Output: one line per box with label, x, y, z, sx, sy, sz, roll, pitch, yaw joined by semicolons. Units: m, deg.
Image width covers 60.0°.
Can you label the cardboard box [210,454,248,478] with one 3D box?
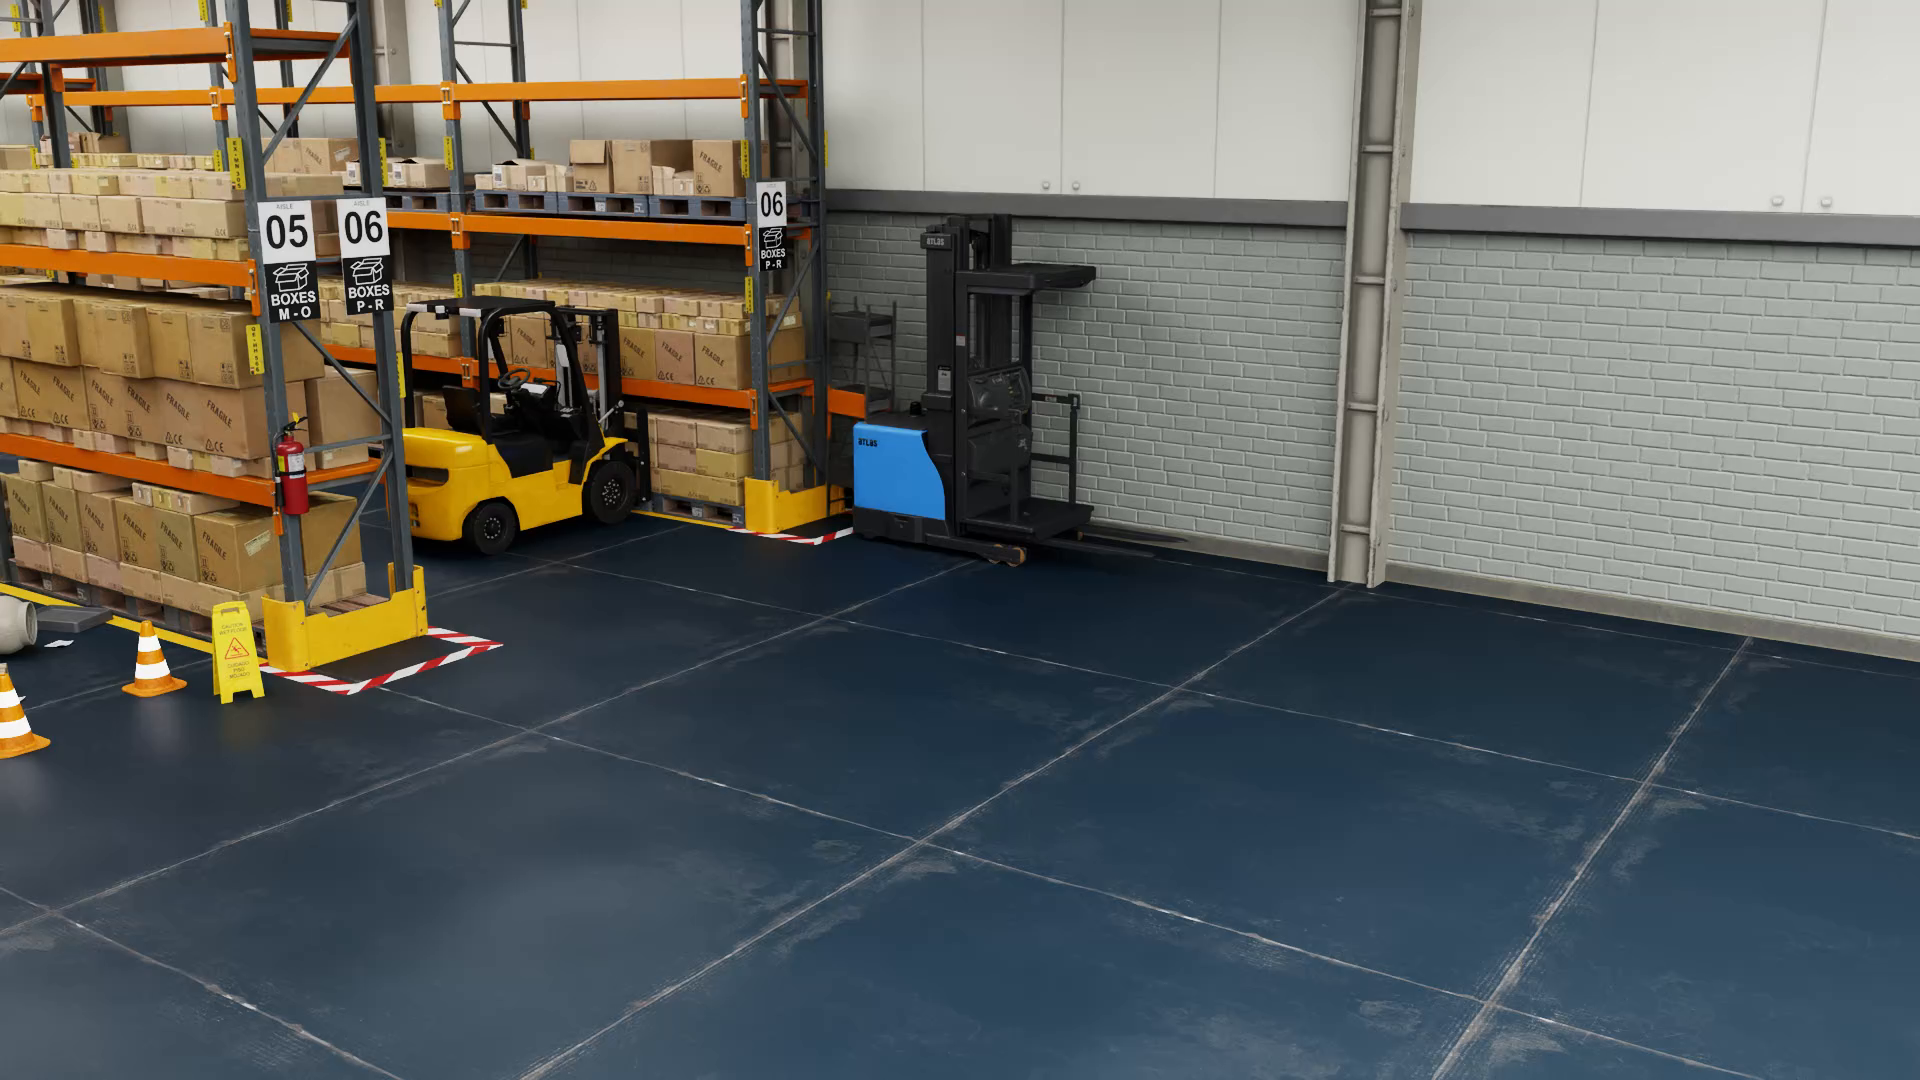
cardboard box;-5.062;-0.557;11.782;0.250;0.149;0.380;9;16;32

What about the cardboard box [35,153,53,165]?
cardboard box;-11.547;-4.863;21.231;0.250;0.149;0.380;10;17;34

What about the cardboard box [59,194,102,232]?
cardboard box;-6.206;-2.406;12.178;0.500;0.250;0.500;9;17;33

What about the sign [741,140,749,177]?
sign;-1.908;-3.391;14.787;0.005;0.325;0.100;9;17;33

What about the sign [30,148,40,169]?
sign;-11.847;-4.857;21.311;0.005;0.325;0.100;9;17;33

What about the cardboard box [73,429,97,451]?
cardboard box;-6.541;-0.795;12.741;0.250;0.149;0.380;9;17;33

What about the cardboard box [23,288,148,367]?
cardboard box;-6.622;-1.627;12.672;0.500;0.500;0.700;9;16;32

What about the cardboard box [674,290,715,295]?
cardboard box;-2.608;-2.387;16.471;0.250;0.149;0.380;10;17;35

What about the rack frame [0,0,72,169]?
rack frame;-7.680;-4.109;13.120;0.127;3.000;1.000;9;17;33

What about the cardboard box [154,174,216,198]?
cardboard box;-5.402;-2.485;11.666;0.250;0.149;0.380;9;17;33

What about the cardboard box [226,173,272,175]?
cardboard box;-5.099;-2.594;12.109;0.250;0.149;0.380;9;17;33

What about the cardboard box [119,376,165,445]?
cardboard box;-5.791;-1.007;12.247;0.500;0.500;0.500;9;17;33

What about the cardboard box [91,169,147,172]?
cardboard box;-6.582;-2.838;13.092;0.250;0.149;0.380;10;17;34

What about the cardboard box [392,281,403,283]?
cardboard box;-6.564;-2.881;19.088;0.250;0.149;0.380;10;17;34

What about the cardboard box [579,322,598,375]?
cardboard box;-3.422;-1.918;16.546;0.500;0.500;0.500;9;17;33

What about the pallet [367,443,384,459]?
pallet;-6.562;-1.088;19.204;1.213;0.211;1.003;9;17;33

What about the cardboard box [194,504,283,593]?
cardboard box;-5.171;0.051;12.087;0.500;0.500;0.500;9;17;33

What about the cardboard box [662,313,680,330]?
cardboard box;-2.646;-2.115;15.994;0.250;0.149;0.380;9;17;32

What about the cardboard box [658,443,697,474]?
cardboard box;-2.582;-0.834;16.186;0.500;0.250;0.500;9;17;32

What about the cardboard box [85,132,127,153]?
cardboard box;-11.020;-5.135;21.469;0.258;0.266;0.396;9;17;33

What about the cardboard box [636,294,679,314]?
cardboard box;-2.905;-2.282;16.047;0.250;0.149;0.380;10;17;34

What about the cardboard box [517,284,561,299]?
cardboard box;-4.329;-2.543;17.104;0.250;0.149;0.380;9;16;32

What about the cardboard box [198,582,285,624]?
cardboard box;-5.201;0.413;12.188;0.500;0.250;0.500;9;17;33

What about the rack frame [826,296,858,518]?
rack frame;-1.132;-1.268;15.936;0.015;2.100;0.400;13;19;37

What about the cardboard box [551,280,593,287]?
cardboard box;-4.067;-2.637;17.484;0.250;0.149;0.380;9;17;32

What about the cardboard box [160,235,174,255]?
cardboard box;-5.412;-2.103;11.782;0.250;0.149;0.380;9;17;33

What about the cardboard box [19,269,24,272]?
cardboard box;-13.504;-3.722;23.736;0.500;0.250;0.500;10;17;35

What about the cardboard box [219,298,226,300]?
cardboard box;-8.991;-2.817;20.034;0.250;0.149;0.380;10;17;34

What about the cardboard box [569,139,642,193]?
cardboard box;-3.355;-3.663;16.265;0.637;0.503;0.797;10;17;35

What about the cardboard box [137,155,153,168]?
cardboard box;-9.758;-4.605;20.232;0.250;0.149;0.380;9;17;33

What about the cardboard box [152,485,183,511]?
cardboard box;-5.720;-0.334;12.293;0.250;0.149;0.380;10;17;34

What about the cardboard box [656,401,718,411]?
cardboard box;-2.712;-1.242;16.794;0.500;0.250;0.500;9;17;32

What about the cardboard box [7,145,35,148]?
cardboard box;-12.104;-5.049;21.816;0.500;0.250;0.500;9;17;33

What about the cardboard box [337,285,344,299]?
cardboard box;-6.785;-2.798;18.754;0.250;0.149;0.380;9;17;33

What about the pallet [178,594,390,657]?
pallet;-5.078;0.567;12.518;1.213;0.211;1.003;9;17;33

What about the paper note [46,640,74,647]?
paper note;-6.579;0.751;12.151;0.148;0.019;0.142;3;14;14

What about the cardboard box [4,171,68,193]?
cardboard box;-6.951;-2.703;12.550;0.250;0.149;0.380;9;17;32

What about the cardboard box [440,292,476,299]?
cardboard box;-5.320;-2.552;17.757;0.250;0.149;0.380;10;17;35

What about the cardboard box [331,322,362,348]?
cardboard box;-6.724;-2.336;18.756;0.500;0.250;0.500;10;17;35

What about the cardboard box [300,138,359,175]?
cardboard box;-6.922;-4.198;18.433;0.500;0.500;0.500;10;17;34

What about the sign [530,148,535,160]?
sign;-4.604;-4.043;17.857;0.005;0.325;0.100;9;17;33

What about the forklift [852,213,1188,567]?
forklift;0.521;-1.338;14.557;3.031;2.935;1.130;9;17;33

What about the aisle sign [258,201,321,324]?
aisle sign;-4.471;-1.856;11.094;0.004;0.787;0.394;9;17;33

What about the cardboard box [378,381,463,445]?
cardboard box;-5.991;-1.411;18.776;0.625;0.625;0.875;9;17;32

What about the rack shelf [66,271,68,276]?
rack shelf;-9.339;-2.571;14.650;4.000;0.370;1.077;9;17;33

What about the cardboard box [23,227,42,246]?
cardboard box;-6.919;-2.341;12.744;0.250;0.149;0.380;10;17;34

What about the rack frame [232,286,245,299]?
rack frame;-8.231;-2.723;20.008;0.127;3.000;1.000;9;17;33

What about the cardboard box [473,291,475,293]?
cardboard box;-5.084;-2.640;18.114;0.250;0.149;0.380;9;16;32

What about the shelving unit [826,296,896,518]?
shelving unit;-0.942;-1.224;15.789;0.503;2.100;0.431;13;19;37

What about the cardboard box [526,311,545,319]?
cardboard box;-4.184;-2.343;16.915;0.250;0.149;0.380;10;17;34

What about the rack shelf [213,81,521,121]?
rack shelf;-6.572;-4.824;18.338;4.000;0.370;1.077;9;17;33

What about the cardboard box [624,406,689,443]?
cardboard box;-3.001;-1.137;16.369;0.500;0.250;0.500;9;17;34

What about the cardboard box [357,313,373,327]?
cardboard box;-6.314;-2.509;18.413;0.500;0.250;0.500;10;17;34
